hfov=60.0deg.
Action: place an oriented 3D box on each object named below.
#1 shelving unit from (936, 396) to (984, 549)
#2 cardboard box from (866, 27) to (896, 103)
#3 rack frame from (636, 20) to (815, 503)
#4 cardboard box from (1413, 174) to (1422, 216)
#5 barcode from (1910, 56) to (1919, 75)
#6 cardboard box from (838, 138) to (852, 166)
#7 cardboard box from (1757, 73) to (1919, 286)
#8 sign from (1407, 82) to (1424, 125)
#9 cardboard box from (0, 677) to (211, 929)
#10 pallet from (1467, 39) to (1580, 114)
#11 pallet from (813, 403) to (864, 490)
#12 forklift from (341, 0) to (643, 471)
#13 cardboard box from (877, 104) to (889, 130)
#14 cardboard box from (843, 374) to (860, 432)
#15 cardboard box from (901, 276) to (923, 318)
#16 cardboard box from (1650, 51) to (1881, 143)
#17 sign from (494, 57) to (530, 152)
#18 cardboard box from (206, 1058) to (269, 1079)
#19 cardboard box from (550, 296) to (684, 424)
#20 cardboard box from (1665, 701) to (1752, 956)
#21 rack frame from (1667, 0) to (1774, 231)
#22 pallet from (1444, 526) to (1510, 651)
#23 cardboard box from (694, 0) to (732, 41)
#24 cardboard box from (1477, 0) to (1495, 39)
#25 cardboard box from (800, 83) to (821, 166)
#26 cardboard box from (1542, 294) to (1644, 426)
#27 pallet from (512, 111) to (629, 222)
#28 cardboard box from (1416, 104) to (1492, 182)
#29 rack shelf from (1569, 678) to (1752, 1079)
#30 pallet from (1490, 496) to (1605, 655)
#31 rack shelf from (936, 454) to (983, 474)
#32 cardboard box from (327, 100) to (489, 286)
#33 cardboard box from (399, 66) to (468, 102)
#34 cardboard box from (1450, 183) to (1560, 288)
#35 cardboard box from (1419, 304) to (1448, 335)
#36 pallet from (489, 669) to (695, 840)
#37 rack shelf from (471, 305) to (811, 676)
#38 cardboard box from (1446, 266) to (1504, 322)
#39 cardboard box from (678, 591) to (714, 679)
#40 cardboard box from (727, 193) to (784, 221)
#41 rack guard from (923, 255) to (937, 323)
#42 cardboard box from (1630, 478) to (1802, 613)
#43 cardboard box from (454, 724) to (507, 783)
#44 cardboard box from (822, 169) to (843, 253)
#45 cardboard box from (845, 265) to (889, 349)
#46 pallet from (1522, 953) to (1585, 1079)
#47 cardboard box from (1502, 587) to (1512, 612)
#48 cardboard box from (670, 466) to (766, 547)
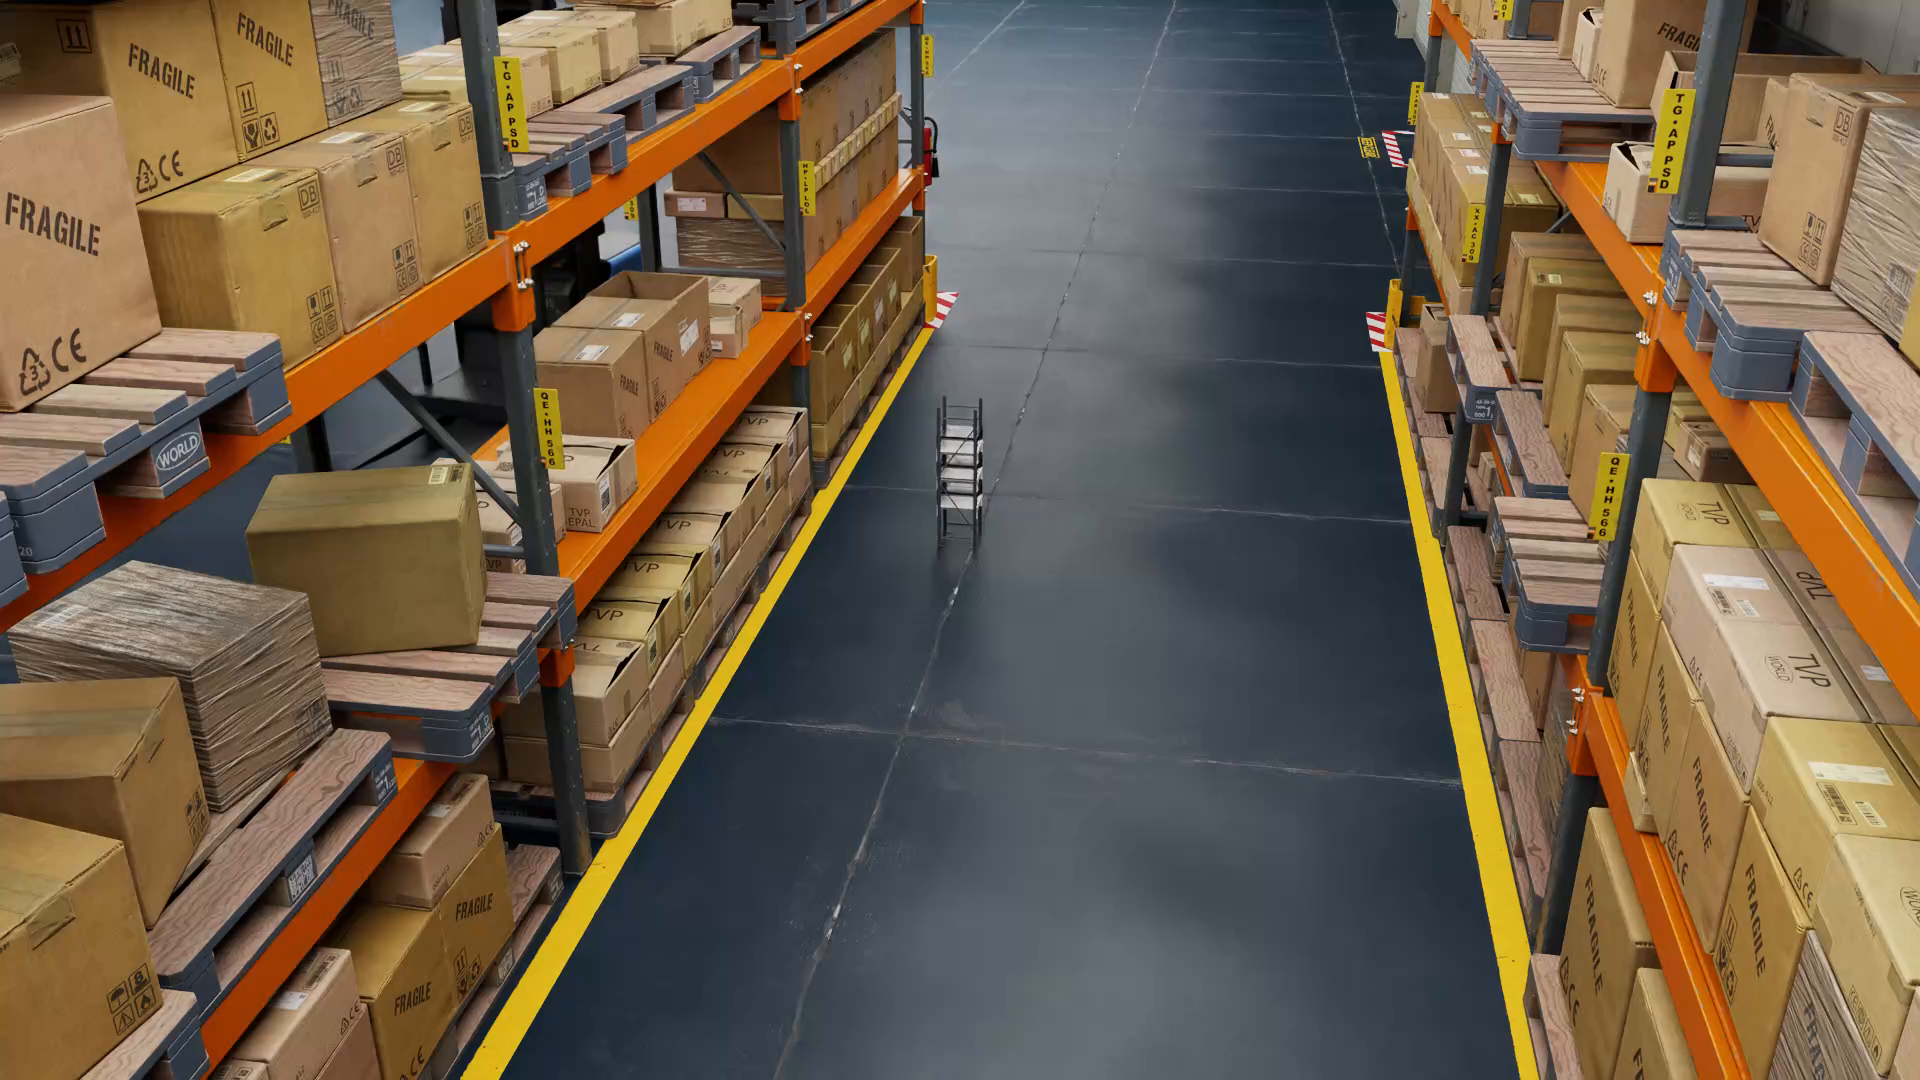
[{"bbox_3d":[-0.001,-0.404,10.052,0.258,0.900,0.210,4,25,9],"label":"shelving unit"},{"bbox_3d":[-0.895,-3.729,13.031,0.700,0.500,0.500,4,25,9],"label":"cardboard box"},{"bbox_3d":[-1.452,-1.640,10.215,1.000,3.000,0.127,4,25,9],"label":"rack frame"},{"bbox_3d":[3.626,-2.512,12.232,0.500,0.250,0.500,3,25,7],"label":"cardboard box"},{"bbox_3d":[3.471,-1.718,6.041,0.001,0.075,0.075,4,25,9],"label":"barcode"},{"bbox_3d":[-0.967,-2.726,11.653,0.380,0.149,0.250,4,25,8],"label":"cardboard box"},{"bbox_3d":[2.761,-1.025,4.727,0.700,0.500,0.500,2,25,4],"label":"cardboard box"},{"bbox_3d":[3.555,-3.401,12.956,0.100,0.325,0.005,4,25,9],"label":"sign"},{"bbox_3d":[-2.531,0.727,4.545,0.700,0.500,0.500,-2,25,-5],"label":"cardboard box"},{"bbox_3d":[3.230,-2.321,8.353,1.213,0.211,1.003,4,25,9],"label":"pallet"},{"bbox_3d":[-1.280,-0.707,11.511,1.003,0.211,1.213,4,25,9],"label":"pallet"},{"bbox_3d":[-3.209,-2.143,11.371,1.130,2.935,3.031,8,26,16],"label":"forklift"},{"bbox_3d":[-0.755,-3.262,12.798,0.380,0.149,0.250,4,25,8],"label":"cardboard box"},{"bbox_3d":[-0.990,-0.966,11.525,0.500,0.250,0.500,4,25,9],"label":"cardboard box"},{"bbox_3d":[-0.594,-2.013,13.760,0.500,0.250,0.500,4,25,9],"label":"cardboard box"},{"bbox_3d":[3.086,-1.575,6.394,0.797,0.503,0.637,8,26,16],"label":"cardboard box"},{"bbox_3d":[-1.570,-1.521,5.814,0.100,0.325,0.005,4,25,9],"label":"sign"},{"bbox_3d":[-2.276,1.696,4.634,0.500,0.250,0.500,4,25,9],"label":"cardboard box"},{"bbox_3d":[-1.761,-0.935,8.592,0.500,0.500,0.500,4,25,9],"label":"cardboard box"},{"bbox_3d":[2.274,0.797,4.517,0.500,0.500,0.500,4,25,8],"label":"cardboard box"},{"bbox_3d":[2.782,-2.342,4.639,1.000,3.000,0.127,4,25,9],"label":"rack frame"},{"bbox_3d":[3.310,0.290,9.381,1.003,0.211,1.213,4,25,9],"label":"pallet"},{"bbox_3d":[-1.562,-2.864,8.973,0.500,0.250,0.500,7,26,14],"label":"cardboard box"},{"bbox_3d":[3.370,-3.150,9.762,0.500,0.500,0.500,2,25,4],"label":"cardboard box"},{"bbox_3d":[-1.304,-2.670,10.768,0.700,0.500,0.500,4,25,8],"label":"cardboard box"},{"bbox_3d":[3.144,-0.822,7.830,0.700,0.500,0.500,8,26,16],"label":"cardboard box"},{"bbox_3d":[-2.082,-1.530,6.665,1.213,0.211,1.003,5,26,11],"label":"pallet"},{"bbox_3d":[3.625,-2.867,12.106,0.500,0.500,0.500,4,25,9],"label":"cardboard box"},{"bbox_3d":[2.456,1.537,4.277,1.077,0.370,4.000,4,25,9],"label":"rack shelf"},{"bbox_3d":[2.794,0.156,6.604,1.213,0.211,1.003,4,25,9],"label":"pallet"},{"bbox_3d":[-0.001,-0.455,10.028,0.258,0.077,0.200,4,25,9],"label":"rack shelf"},{"bbox_3d":[-2.143,-1.186,5.589,0.910,0.500,0.500,4,25,9],"label":"cardboard box"},{"bbox_3d":[-2.087,-1.641,6.362,0.500,0.250,0.500,2,25,5],"label":"cardboard box"},{"bbox_3d":[3.208,-1.798,9.822,0.500,0.500,0.500,4,25,8],"label":"cardboard box"},{"bbox_3d":[3.888,-1.670,12.931,0.500,0.311,0.500,1,25,3],"label":"cardboard box"},{"bbox_3d":[-1.932,0.954,7.962,1.003,0.211,1.213,4,25,9],"label":"pallet"},{"bbox_3d":[-1.778,-0.478,8.581,1.077,0.370,4.000,4,25,9],"label":"rack shelf"},{"bbox_3d":[3.215,-1.458,9.981,0.500,0.250,0.500,4,25,9],"label":"cardboard box"},{"bbox_3d":[-1.570,0.461,8.474,0.500,0.250,0.500,3,25,7],"label":"cardboard box"},{"bbox_3d":[-1.216,-2.078,10.268,0.380,0.149,0.250,4,25,8],"label":"cardboard box"},{"bbox_3d":[-0.794,-2.191,14.341,1.175,0.500,0.348,4,25,9],"label":"rack guard"},{"bbox_3d":[2.449,0.030,5.271,0.500,0.250,0.500,5,25,10],"label":"cardboard box"},{"bbox_3d":[-2.260,0.851,7.641,0.500,0.250,0.500,5,25,10],"label":"cardboard box"},{"bbox_3d":[-1.220,-2.302,11.511,0.700,0.500,0.500,4,25,9],"label":"cardboard box"},{"bbox_3d":[-0.824,-1.724,12.259,0.500,0.500,0.500,4,25,9],"label":"cardboard box"},{"bbox_3d":[2.579,1.962,5.809,1.003,0.211,1.213,4,25,9],"label":"pallet"},{"bbox_3d":[3.297,0.163,8.793,0.700,0.500,0.500,4,25,7],"label":"cardboard box"},{"bbox_3d":[-1.398,-0.223,9.275,0.500,0.311,0.500,4,25,8],"label":"cardboard box"}]
